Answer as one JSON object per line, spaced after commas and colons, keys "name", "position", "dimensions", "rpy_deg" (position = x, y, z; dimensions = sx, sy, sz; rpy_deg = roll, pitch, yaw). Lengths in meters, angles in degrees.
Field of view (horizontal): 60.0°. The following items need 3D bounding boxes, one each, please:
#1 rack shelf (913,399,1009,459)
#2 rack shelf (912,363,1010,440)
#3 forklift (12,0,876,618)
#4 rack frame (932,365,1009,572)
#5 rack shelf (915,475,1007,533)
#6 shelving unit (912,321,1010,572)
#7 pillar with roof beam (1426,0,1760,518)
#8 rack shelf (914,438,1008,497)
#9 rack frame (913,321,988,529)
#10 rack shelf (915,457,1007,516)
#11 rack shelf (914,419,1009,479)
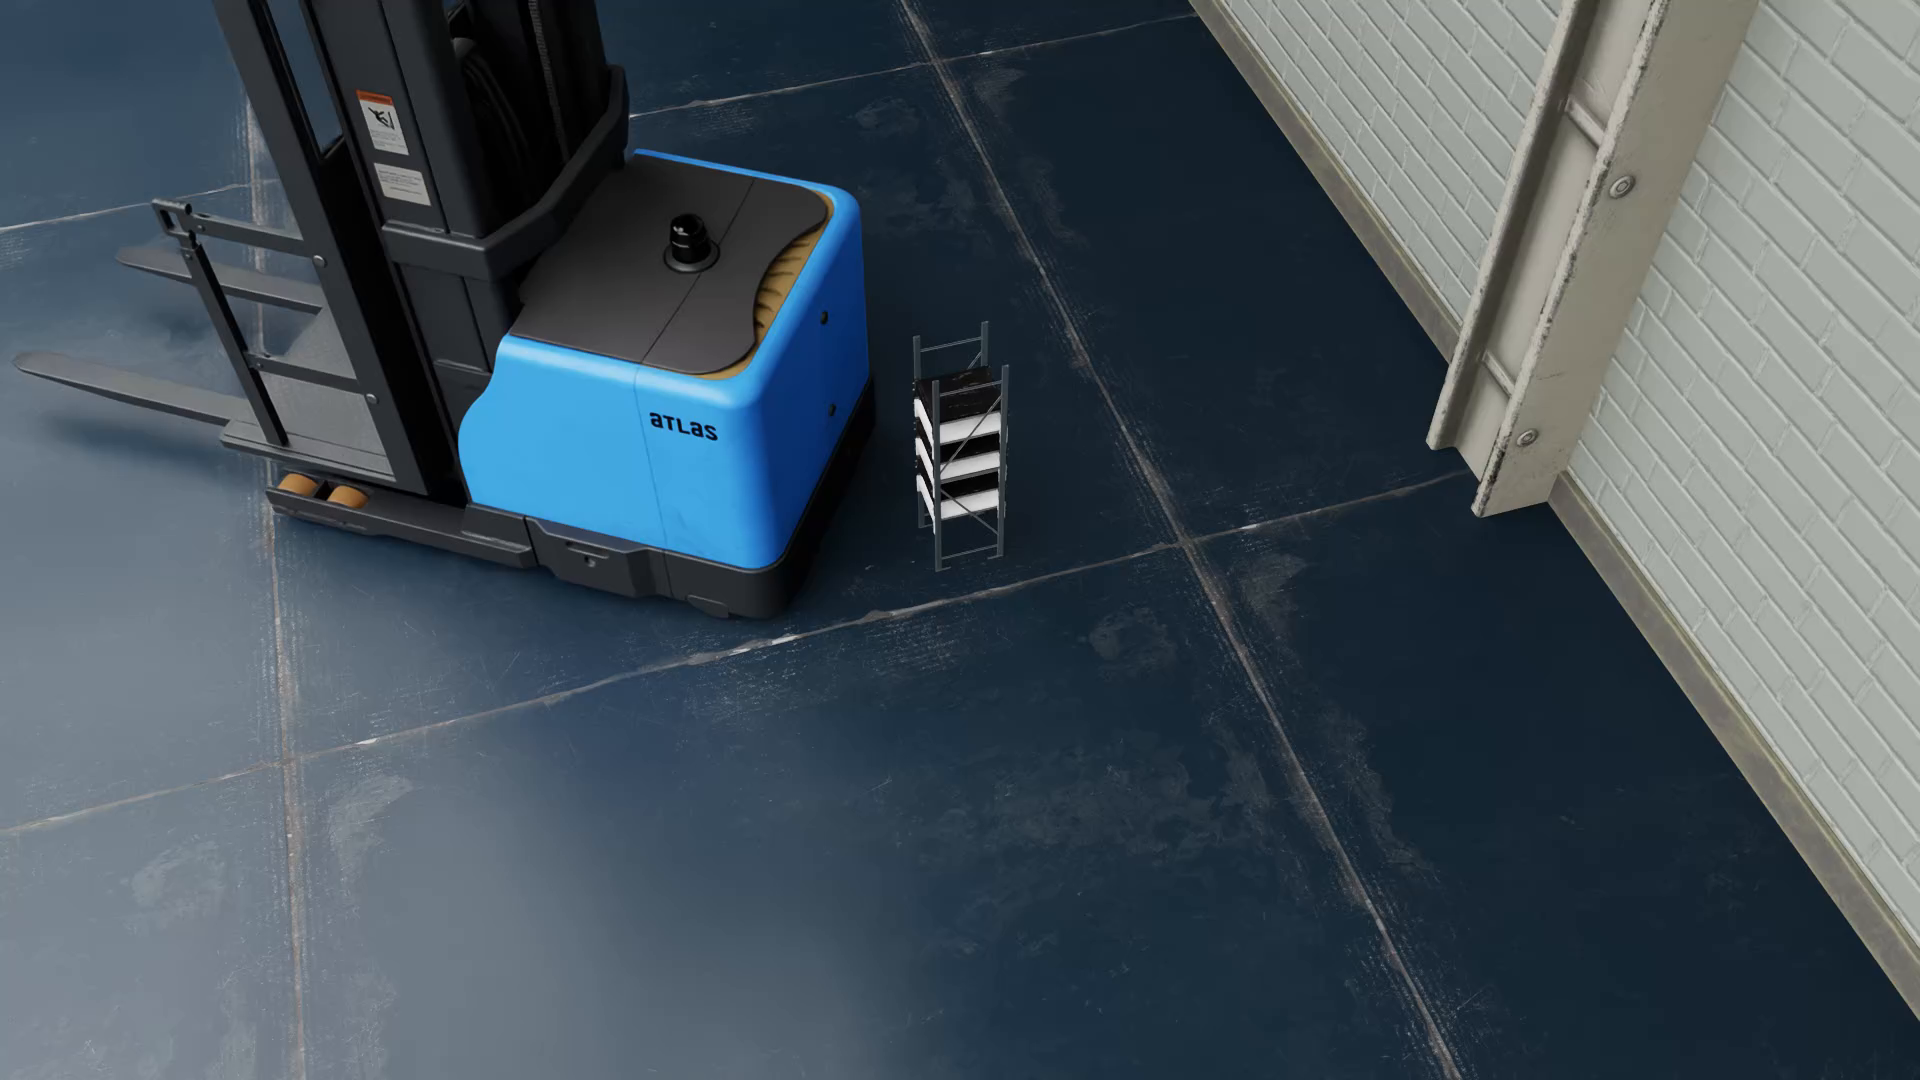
{"name": "rack shelf", "position": [0.002, -0.379, 5.289], "dimensions": [0.258, 0.077, 0.200], "rpy_deg": [-13, 51, -11]}
{"name": "rack shelf", "position": [0.002, -0.437, 5.220], "dimensions": [0.258, 0.077, 0.200], "rpy_deg": [-13, 51, -11]}
{"name": "forklift", "position": [-1.878, -1.344, 4.966], "dimensions": [3.031, 2.935, 1.130], "rpy_deg": [13, 51, 11]}
{"name": "rack frame", "position": [0.032, -0.210, 5.338], "dimensions": [0.240, 0.900, 0.006], "rpy_deg": [-13, 51, -11]}
{"name": "rack shelf", "position": [0.002, -0.147, 5.564], "dimensions": [0.258, 0.077, 0.200], "rpy_deg": [-13, 51, -11]}
{"name": "shelving unit", "position": [0.002, -0.284, 5.401], "dimensions": [0.258, 0.900, 0.210], "rpy_deg": [-13, 51, -11]}
{"name": "pillar with roof beam", "position": [-2.212, -2.184, 1.705], "dimensions": [9.100, 9.000, 0.400], "rpy_deg": [-13, 51, -11]}
{"name": "rack shelf", "position": [0.002, -0.263, 5.426], "dimensions": [0.258, 0.077, 0.200], "rpy_deg": [-13, 51, -11]}
{"name": "rack frame", "position": [-0.028, -0.358, 5.464], "dimensions": [0.240, 0.900, 0.006], "rpy_deg": [-13, 51, -11]}
{"name": "rack shelf", "position": [0.002, -0.205, 5.495], "dimensions": [0.258, 0.077, 0.200], "rpy_deg": [-13, 51, -11]}
{"name": "rack shelf", "position": [0.002, -0.321, 5.358], "dimensions": [0.258, 0.077, 0.200], "rpy_deg": [-13, 51, -11]}
